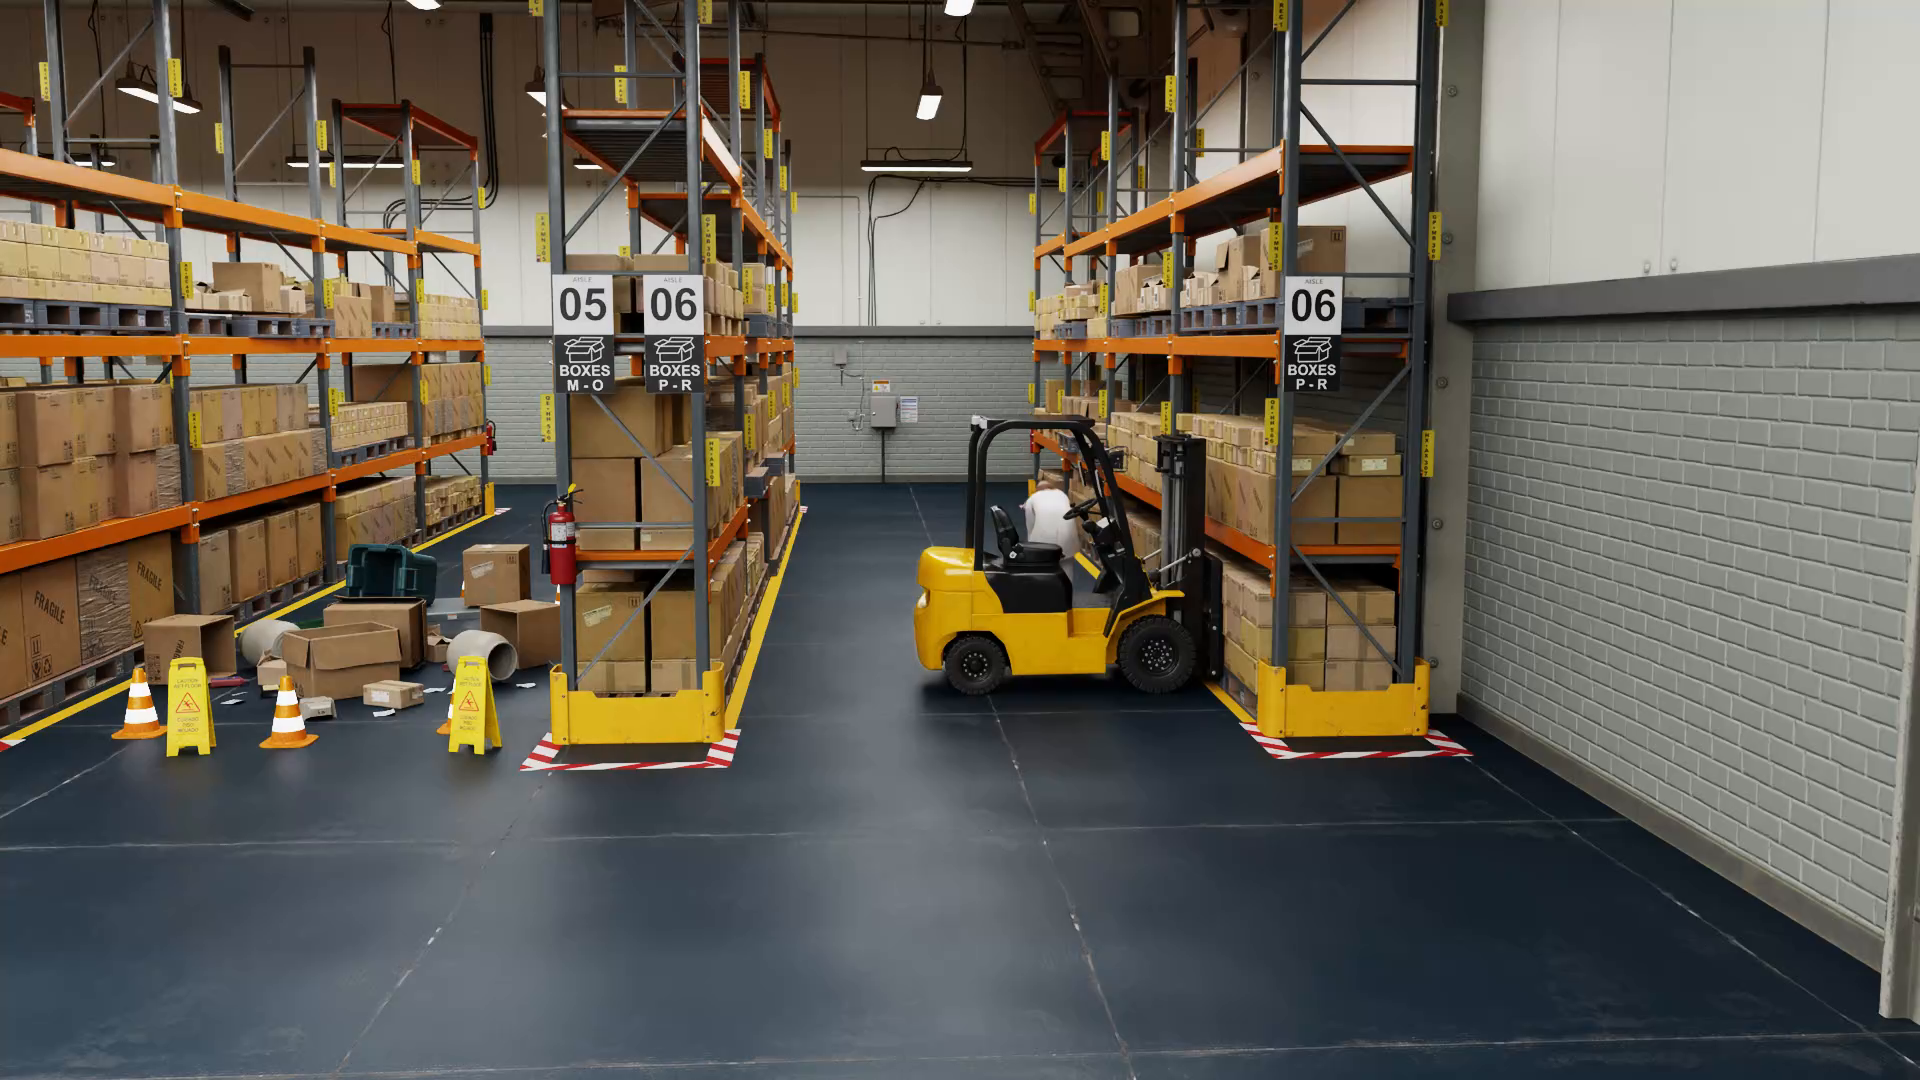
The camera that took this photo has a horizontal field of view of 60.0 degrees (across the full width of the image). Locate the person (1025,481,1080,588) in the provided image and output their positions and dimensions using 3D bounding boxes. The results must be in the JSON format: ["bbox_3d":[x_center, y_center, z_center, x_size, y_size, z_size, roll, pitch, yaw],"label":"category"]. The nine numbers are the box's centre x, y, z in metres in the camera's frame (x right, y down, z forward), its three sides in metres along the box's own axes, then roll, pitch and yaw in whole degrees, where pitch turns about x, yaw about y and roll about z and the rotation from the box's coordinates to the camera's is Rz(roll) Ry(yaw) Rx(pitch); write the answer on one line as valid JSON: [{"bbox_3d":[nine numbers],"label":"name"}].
[{"bbox_3d":[0.937,0.067,17.219,0.568,1.314,0.900,-1,7,-5],"label":"person"}]
